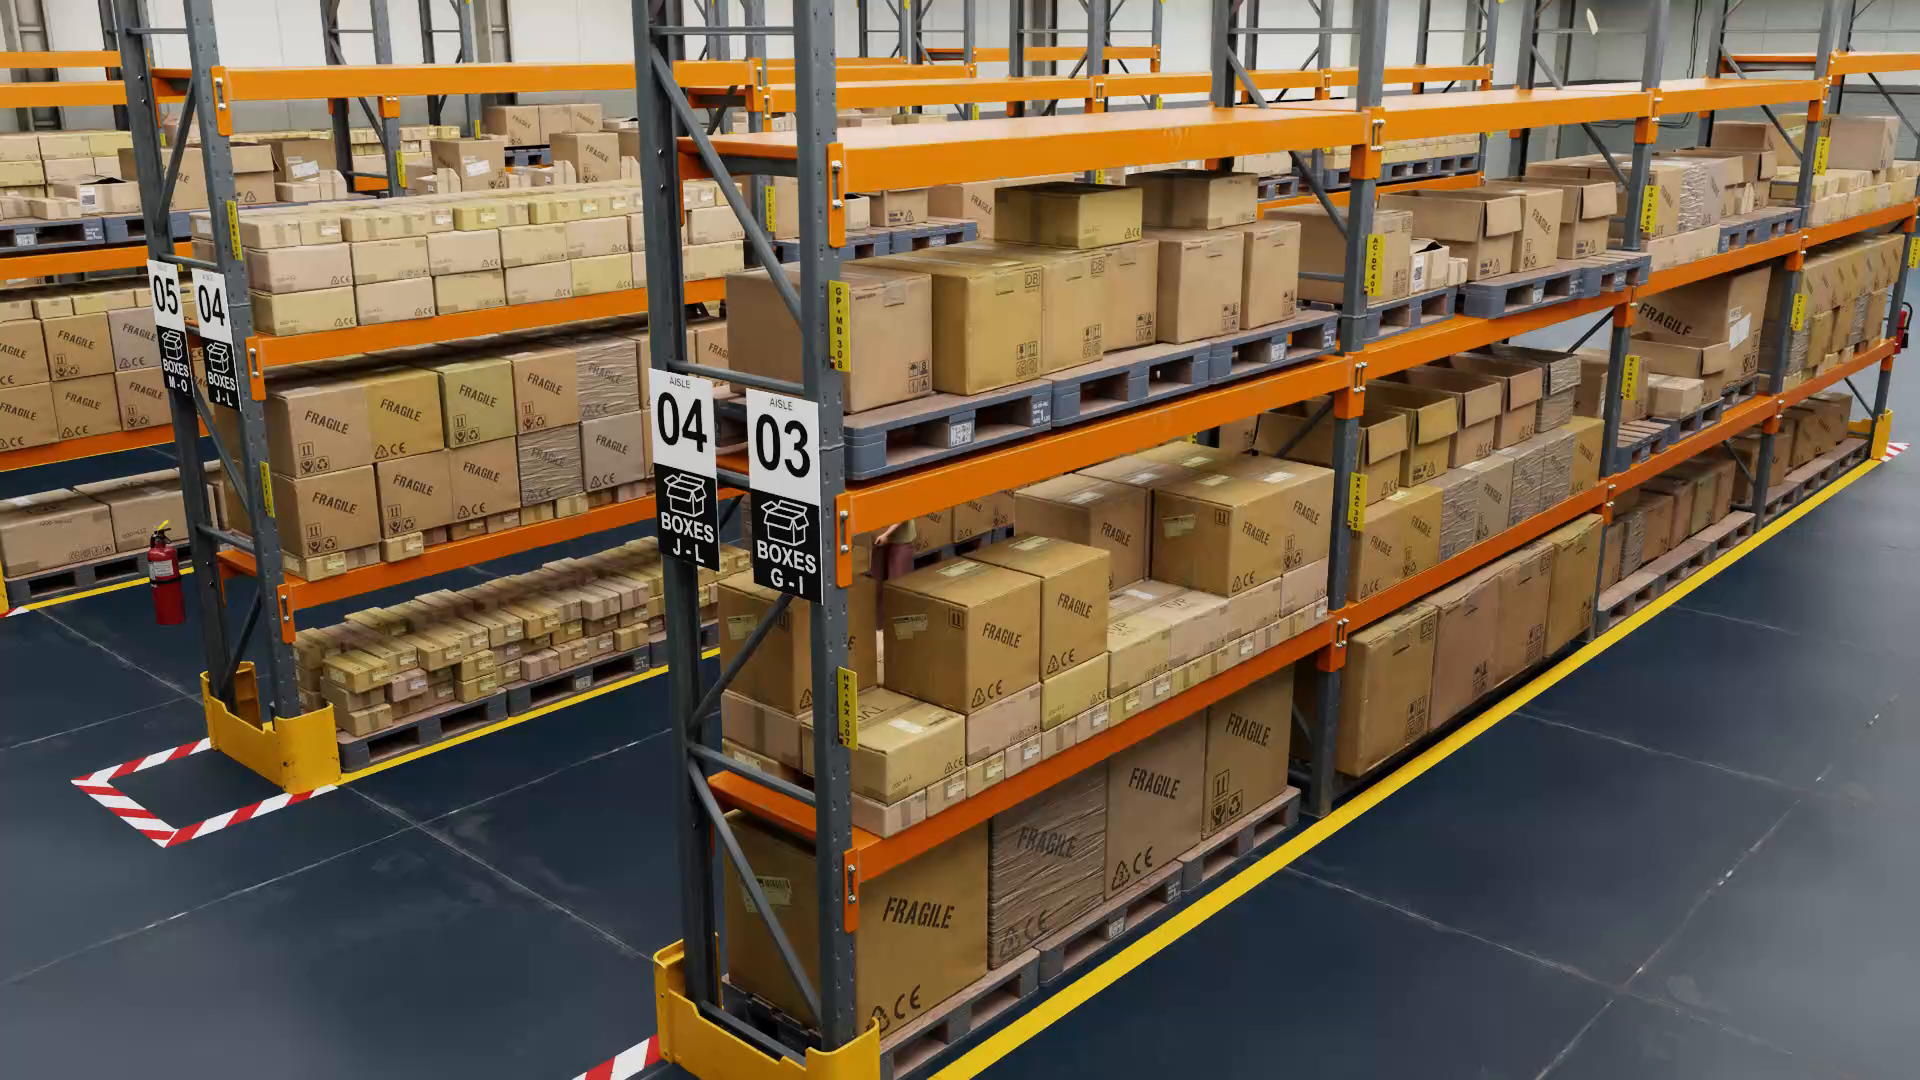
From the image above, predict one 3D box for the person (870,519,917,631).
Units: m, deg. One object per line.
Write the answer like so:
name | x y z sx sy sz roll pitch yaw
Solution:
person | -0.533 0.034 12.481 0.428 1.645 0.552 15 22 40
